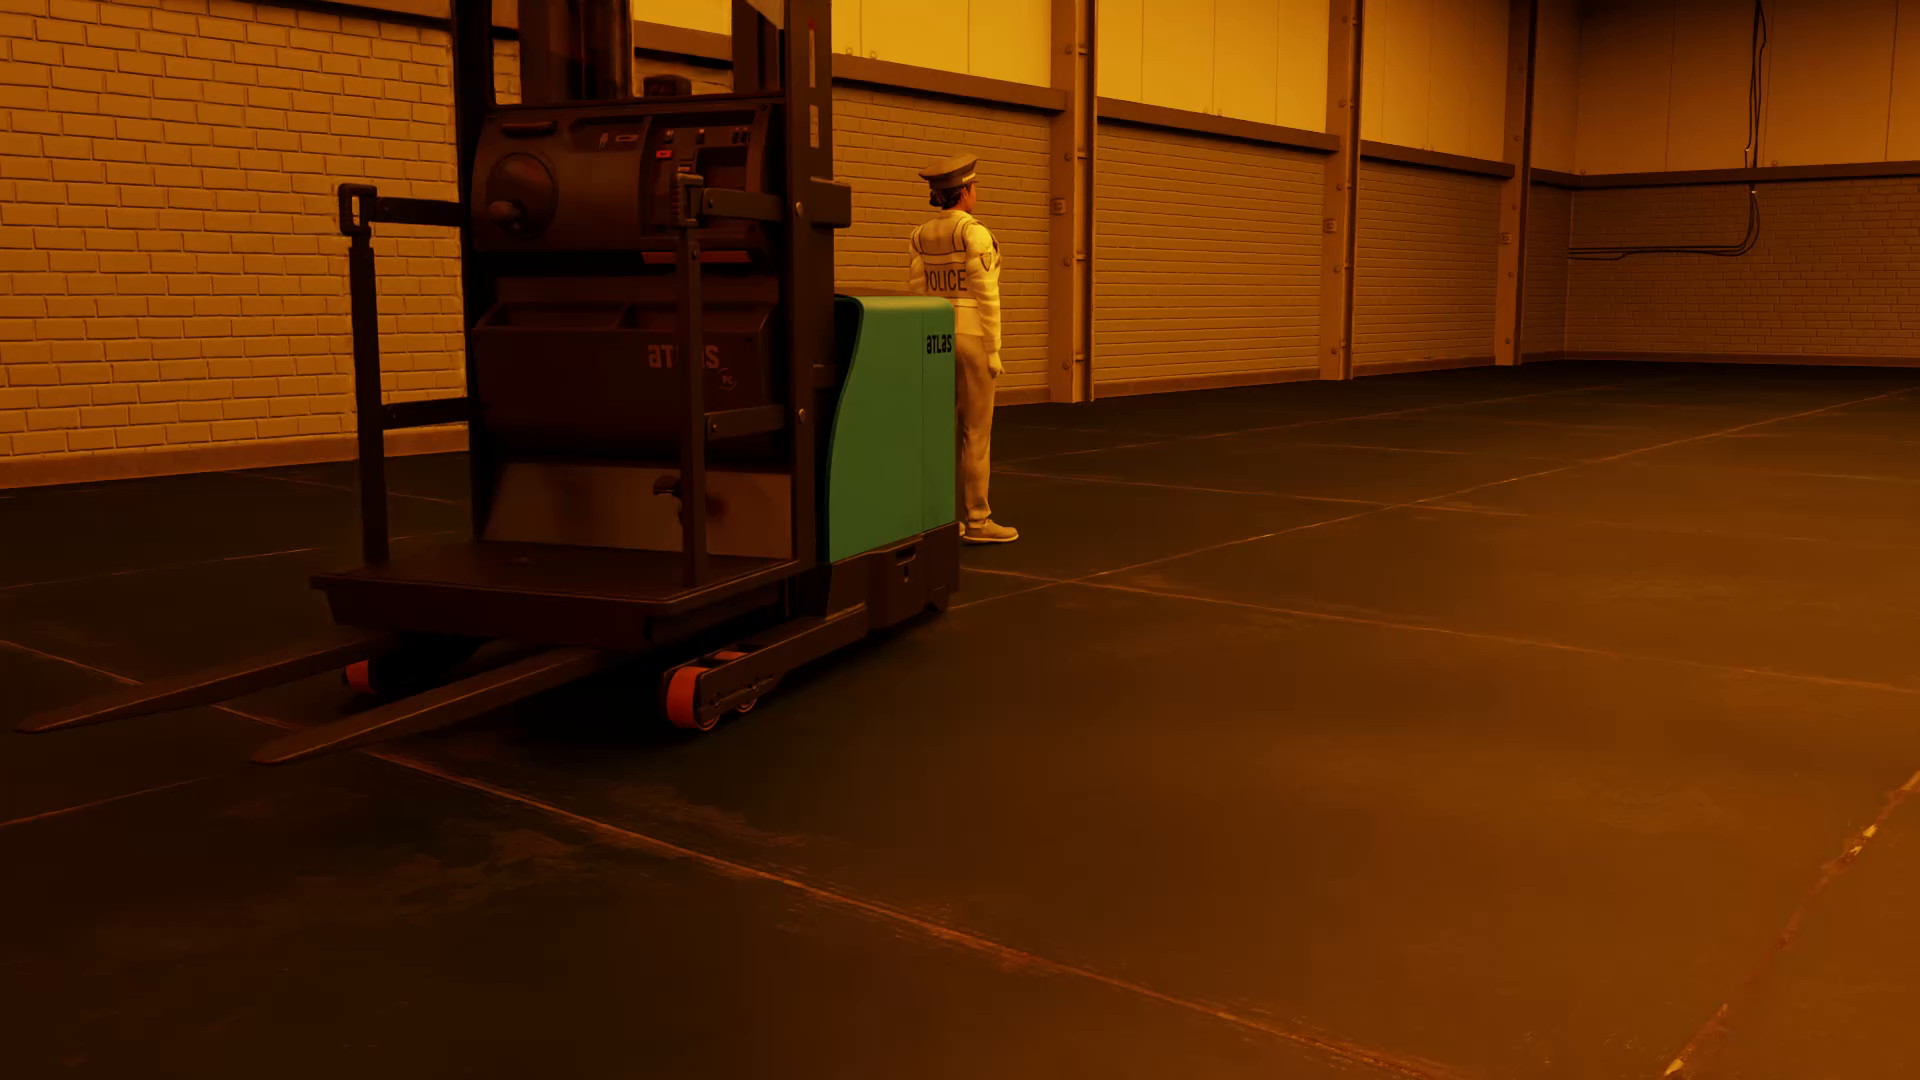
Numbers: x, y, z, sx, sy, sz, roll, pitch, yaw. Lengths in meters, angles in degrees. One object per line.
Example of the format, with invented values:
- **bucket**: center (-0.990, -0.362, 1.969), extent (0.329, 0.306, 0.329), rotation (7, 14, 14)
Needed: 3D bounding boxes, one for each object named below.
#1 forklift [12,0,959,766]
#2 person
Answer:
- **forklift**: center (-1.019, -1.041, 4.396), extent (1.130, 2.935, 3.031), rotation (3, 9, 21)
- **person**: center (-0.005, -0.835, 7.286), extent (0.461, 1.694, 0.354), rotation (7, 11, 38)
